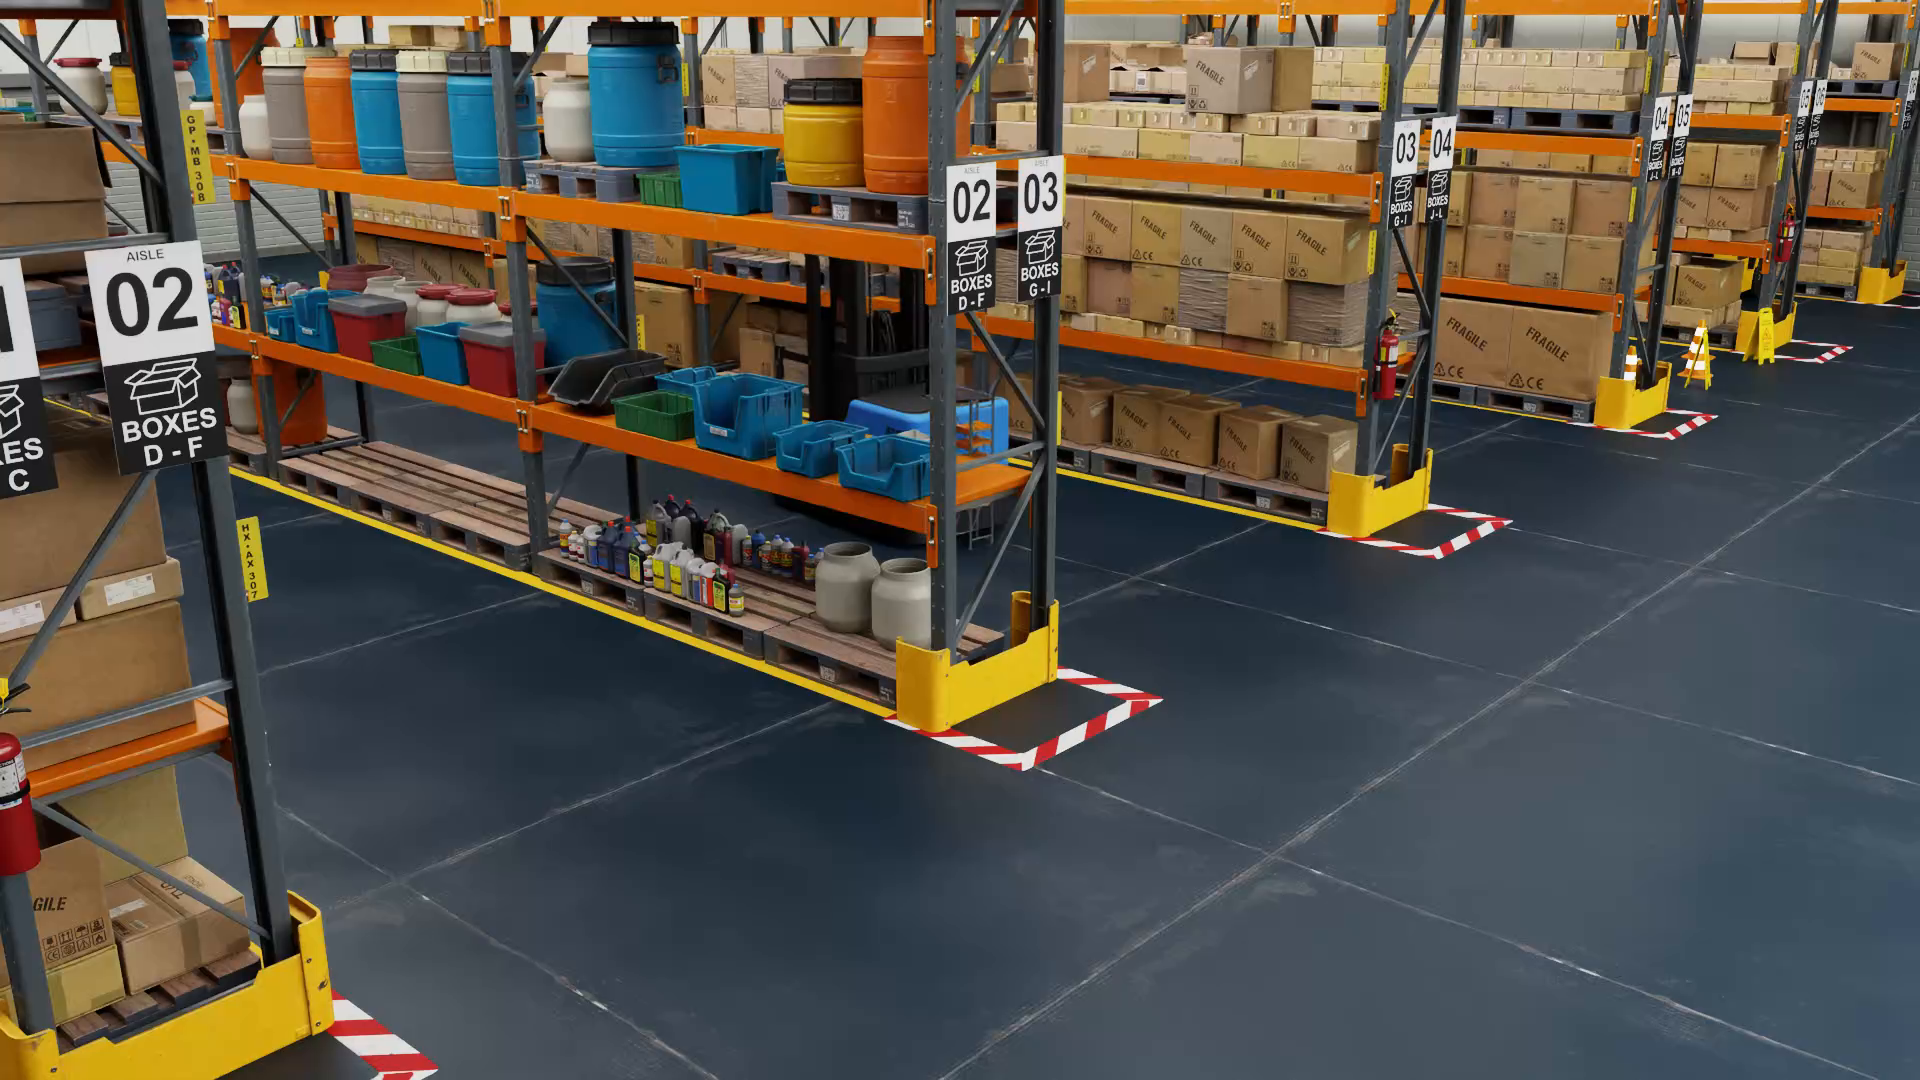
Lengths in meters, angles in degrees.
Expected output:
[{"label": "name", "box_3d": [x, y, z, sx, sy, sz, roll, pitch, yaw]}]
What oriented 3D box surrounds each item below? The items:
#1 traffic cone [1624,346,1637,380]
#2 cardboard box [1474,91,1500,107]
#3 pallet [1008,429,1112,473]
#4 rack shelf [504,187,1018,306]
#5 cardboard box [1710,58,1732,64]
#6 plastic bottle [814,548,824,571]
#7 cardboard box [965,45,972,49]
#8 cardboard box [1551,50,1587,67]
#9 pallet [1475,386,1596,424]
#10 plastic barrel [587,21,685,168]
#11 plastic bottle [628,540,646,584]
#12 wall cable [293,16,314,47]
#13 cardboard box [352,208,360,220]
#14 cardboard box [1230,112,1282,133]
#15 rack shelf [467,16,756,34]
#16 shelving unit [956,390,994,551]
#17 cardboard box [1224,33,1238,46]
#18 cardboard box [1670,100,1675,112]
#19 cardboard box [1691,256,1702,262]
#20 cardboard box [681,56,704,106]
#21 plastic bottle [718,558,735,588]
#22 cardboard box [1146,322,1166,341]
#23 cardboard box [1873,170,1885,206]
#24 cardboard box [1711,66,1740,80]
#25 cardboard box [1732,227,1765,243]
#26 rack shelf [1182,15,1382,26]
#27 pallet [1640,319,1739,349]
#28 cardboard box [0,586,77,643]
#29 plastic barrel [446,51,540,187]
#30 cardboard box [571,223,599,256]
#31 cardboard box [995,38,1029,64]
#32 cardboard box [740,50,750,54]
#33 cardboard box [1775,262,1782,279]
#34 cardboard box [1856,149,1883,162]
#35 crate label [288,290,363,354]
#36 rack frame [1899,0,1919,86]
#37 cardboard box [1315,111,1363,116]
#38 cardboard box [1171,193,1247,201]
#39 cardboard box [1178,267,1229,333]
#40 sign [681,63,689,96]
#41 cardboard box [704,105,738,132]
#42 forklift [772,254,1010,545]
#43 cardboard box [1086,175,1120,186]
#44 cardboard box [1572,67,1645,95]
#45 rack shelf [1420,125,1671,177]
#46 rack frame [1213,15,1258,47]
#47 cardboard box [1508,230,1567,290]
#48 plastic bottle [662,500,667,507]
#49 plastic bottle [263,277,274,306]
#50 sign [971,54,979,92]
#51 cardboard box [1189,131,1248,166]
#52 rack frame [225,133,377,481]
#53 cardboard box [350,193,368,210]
[{"label": "traffic cone", "box_3d": [7.407, -1.911, 18.367, 0.334, 0.463, 0.336, 15, 23, 39]}, {"label": "cardboard box", "box_3d": [5.438, -4.495, 16.913, 0.250, 0.149, 0.380, 15, 23, 40]}, {"label": "pallet", "box_3d": [1.028, -0.937, 15.716, 1.213, 0.211, 1.003, 15, 23, 39]}, {"label": "rack shelf", "box_3d": [-1.290, -1.958, 10.552, 4.000, 0.370, 1.077, 15, 23, 39]}, {"label": "cardboard box", "box_3d": [11.280, -7.006, 24.632, 0.258, 0.266, 0.396, 14, 23, 38]}, {"label": "plastic bottle", "box_3d": [-0.943, 0.187, 11.347, 0.097, 0.271, 0.097, 0, 18, 0]}, {"label": "cardboard box", "box_3d": [0.156, -6.430, 22.023, 0.258, 0.266, 0.396, 15, 23, 39]}, {"label": "cardboard box", "box_3d": [6.007, -4.722, 16.312, 0.250, 0.149, 0.380, 16, 23, 40]}, {"label": "pallet", "box_3d": [6.212, -1.506, 17.507, 1.213, 0.211, 1.003, 15, 23, 39]}, {"label": "plastic barrel", "box_3d": [-2.112, -2.917, 10.863, 0.708, 0.901, 0.600, 15, 23, 39]}, {"label": "plastic bottle", "box_3d": [-2.220, 0.149, 11.447, 0.133, 0.283, 0.061, 16, 24, 42]}, {"label": "wall cable", "box_3d": [-10.415, -11.110, 27.926, 0.120, 5.999, 2.277, 15, 23, 39]}, {"label": "cardboard box", "box_3d": [-8.042, -4.434, 22.541, 0.250, 0.149, 0.380, 14, 23, 38]}, {"label": "cardboard box", "box_3d": [2.379, -3.355, 13.355, 0.250, 0.149, 0.380, 15, 23, 40]}, {"label": "rack shelf", "box_3d": [-3.986, -5.924, 18.751, 4.000, 0.370, 1.077, 15, 23, 39]}, {"label": "shelving unit", "box_3d": [0.108, -0.533, 12.809, 0.258, 1.200, 0.189, -14, 23, -38]}, {"label": "cardboard box", "box_3d": [4.882, -9.171, 30.470, 0.258, 0.266, 0.396, 15, 23, 39]}, {"label": "cardboard box", "box_3d": [8.872, -5.359, 20.496, 0.250, 0.149, 0.380, 15, 23, 39]}, {"label": "cardboard box", "box_3d": [9.240, -3.412, 21.516, 0.500, 0.500, 0.500, 14, 22, 37]}, {"label": "cardboard box", "box_3d": [-2.994, -4.982, 18.026, 0.797, 0.503, 0.637, -17, 24, -42]}, {"label": "plastic bottle", "box_3d": [-1.559, 0.265, 11.081, 0.133, 0.283, 0.061, 15, 23, 39]}, {"label": "cardboard box", "box_3d": [1.811, -1.824, 14.316, 0.250, 0.149, 0.380, 15, 23, 39]}, {"label": "cardboard box", "box_3d": [13.177, -5.166, 24.265, 0.500, 0.500, 0.500, 16, 24, 41]}, {"label": "cardboard box", "box_3d": [9.252, -5.631, 20.034, 0.250, 0.149, 0.380, 15, 23, 39]}, {"label": "cardboard box", "box_3d": [9.650, -3.739, 20.350, 0.250, 0.149, 0.380, 16, 24, 41]}, {"label": "rack shelf", "box_3d": [5.884, -9.290, 29.357, 4.000, 0.370, 1.077, 15, 23, 39]}, {"label": "pallet", "box_3d": [9.431, -2.689, 21.237, 1.213, 0.211, 1.003, 15, 23, 39]}, {"label": "cardboard box", "box_3d": [-3.497, 0.260, 6.096, 0.250, 0.149, 0.380, 15, 23, 38]}, {"label": "plastic barrel", "box_3d": [-3.310, -2.994, 11.800, 0.708, 0.901, 0.600, 15, 23, 39]}, {"label": "cardboard box", "box_3d": [-4.163, -3.594, 19.313, 0.500, 0.500, 0.500, 16, 23, 40]}, {"label": "cardboard box", "box_3d": [0.796, -8.132, 27.794, 0.500, 0.500, 0.500, 16, 23, 40]}, {"label": "cardboard box", "box_3d": [-2.944, -6.979, 23.947, 0.250, 0.149, 0.380, 15, 23, 39]}, {"label": "cardboard box", "box_3d": [12.069, -4.073, 24.837, 0.500, 0.250, 0.500, 15, 23, 40]}, {"label": "cardboard box", "box_3d": [12.956, -5.479, 23.687, 0.250, 0.149, 0.380, 15, 23, 39]}, {"label": "crate label", "box_3d": [-5.214, -1.832, 13.866, 0.616, 0.435, 0.502, 15, 23, 39]}, {"label": "rack frame", "box_3d": [13.364, -7.815, 22.861, 0.127, 3.000, 1.000, 15, 23, 39]}, {"label": "cardboard box", "box_3d": [3.041, -3.343, 13.315, 0.250, 0.149, 0.380, 15, 23, 38]}, {"label": "cardboard box", "box_3d": [2.141, -2.729, 14.442, 0.500, 0.500, 0.500, 15, 23, 39]}, {"label": "cardboard box", "box_3d": [2.302, -2.079, 14.048, 0.500, 0.500, 0.875, 15, 23, 39]}, {"label": "sign", "box_3d": [-2.864, -4.786, 17.290, 0.005, 0.325, 0.100, 15, 23, 39]}, {"label": "cardboard box", "box_3d": [-2.307, -4.403, 17.314, 0.500, 0.250, 0.500, 16, 23, 40]}, {"label": "forklift", "box_3d": [-0.932, -1.732, 13.725, 1.130, 2.935, 3.031, -14, 23, -38]}, {"label": "cardboard box", "box_3d": [1.972, -4.526, 20.597, 0.500, 0.500, 0.700, 15, 23, 38]}, {"label": "cardboard box", "box_3d": [6.310, -4.475, 16.191, 0.500, 0.250, 0.500, 15, 23, 40]}, {"label": "rack shelf", "box_3d": [5.366, -4.180, 17.555, 4.000, 0.370, 1.077, 15, 23, 39]}, {"label": "rack frame", "box_3d": [4.088, -8.298, 24.381, 0.127, 3.000, 1.000, 15, 23, 39]}, {"label": "cardboard box", "box_3d": [6.128, -2.933, 17.147, 0.550, 0.550, 0.875, 15, 23, 39]}, {"label": "plastic bottle", "box_3d": [-2.207, -0.166, 12.438, 0.133, 0.283, 0.061, 17, 24, 42]}, {"label": "plastic bottle", "box_3d": [-6.574, -2.370, 15.833, 0.097, 0.271, 0.097, 0, 18, 0]}, {"label": "sign", "box_3d": [0.136, -4.131, 14.704, 0.005, 0.325, 0.100, 15, 23, 39]}, {"label": "cardboard box", "box_3d": [2.211, -3.192, 13.500, 0.500, 0.250, 0.500, 16, 23, 40]}, {"label": "rack frame", "box_3d": [-5.777, -2.076, 14.693, 0.127, 3.000, 1.000, 15, 23, 39]}, {"label": "cardboard box", "box_3d": [-7.900, -4.612, 22.443, 0.500, 0.250, 0.500, 15, 23, 39]}]
